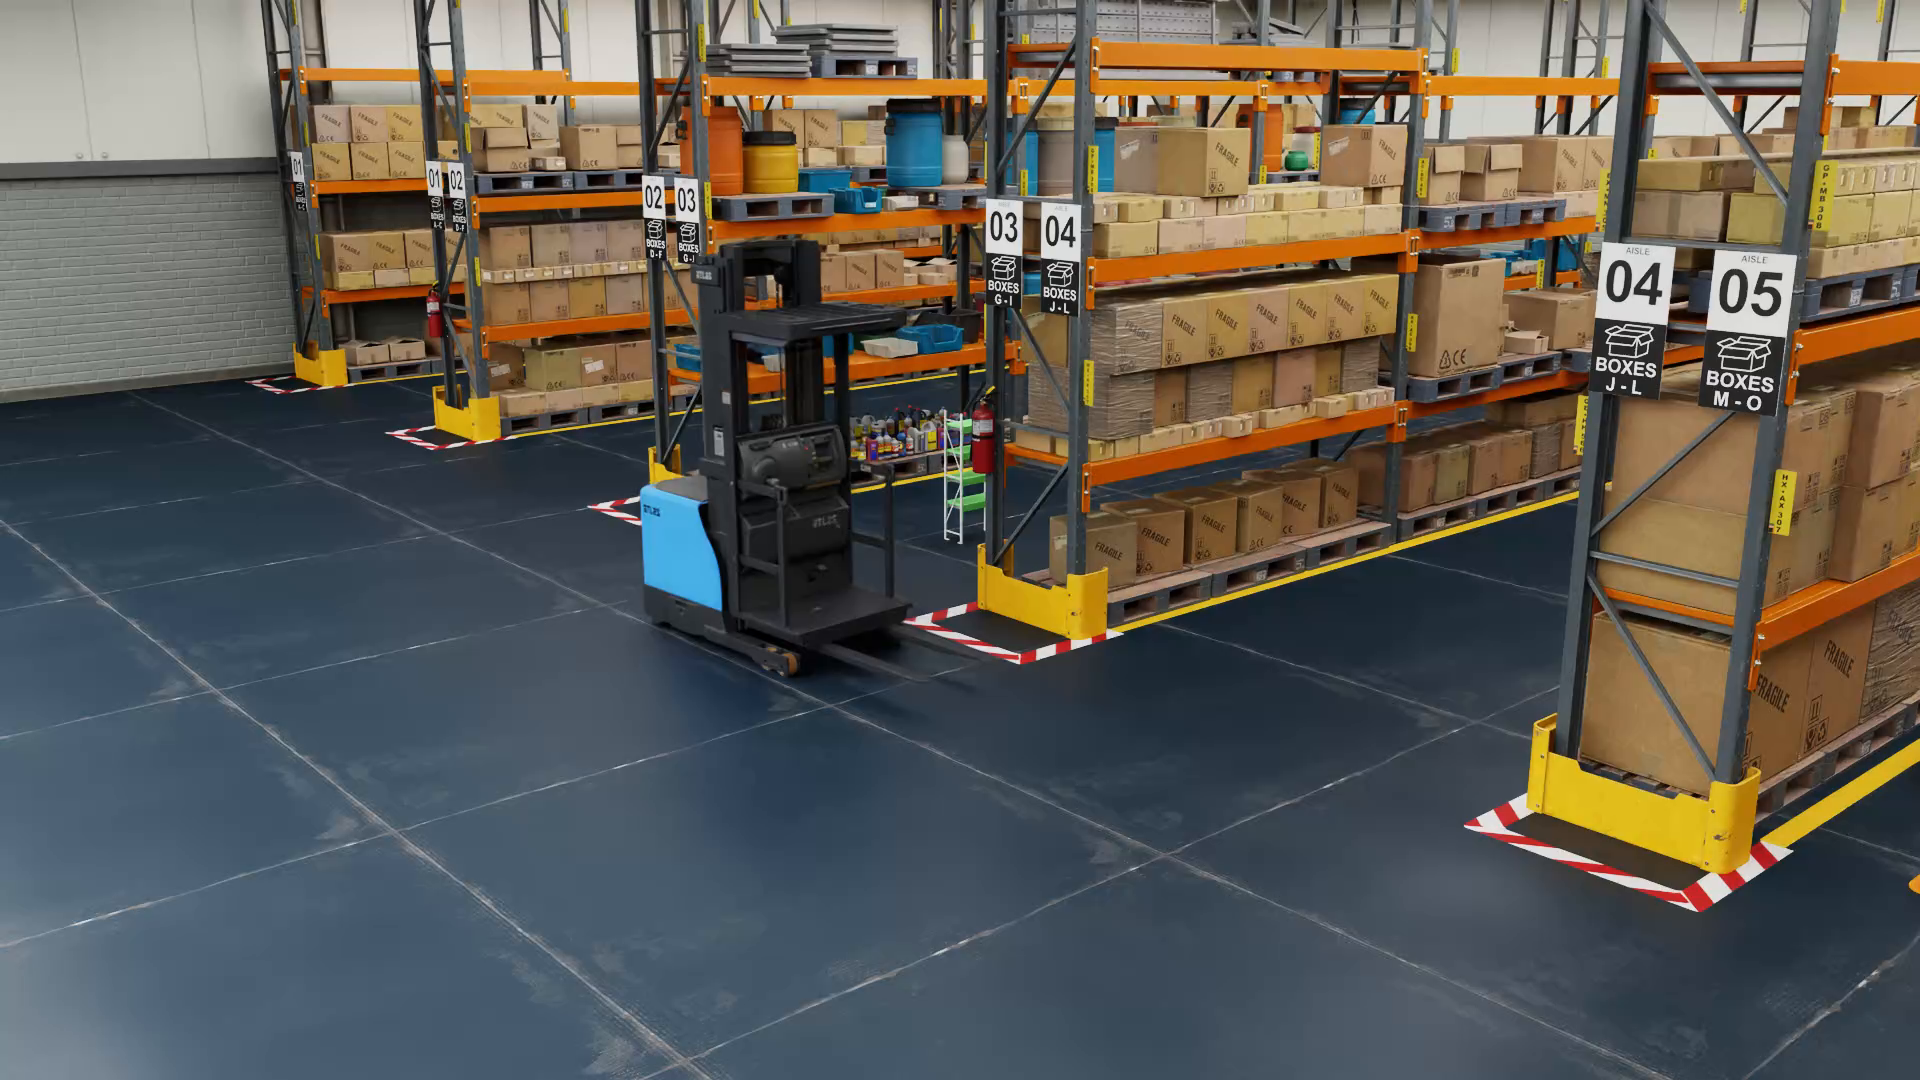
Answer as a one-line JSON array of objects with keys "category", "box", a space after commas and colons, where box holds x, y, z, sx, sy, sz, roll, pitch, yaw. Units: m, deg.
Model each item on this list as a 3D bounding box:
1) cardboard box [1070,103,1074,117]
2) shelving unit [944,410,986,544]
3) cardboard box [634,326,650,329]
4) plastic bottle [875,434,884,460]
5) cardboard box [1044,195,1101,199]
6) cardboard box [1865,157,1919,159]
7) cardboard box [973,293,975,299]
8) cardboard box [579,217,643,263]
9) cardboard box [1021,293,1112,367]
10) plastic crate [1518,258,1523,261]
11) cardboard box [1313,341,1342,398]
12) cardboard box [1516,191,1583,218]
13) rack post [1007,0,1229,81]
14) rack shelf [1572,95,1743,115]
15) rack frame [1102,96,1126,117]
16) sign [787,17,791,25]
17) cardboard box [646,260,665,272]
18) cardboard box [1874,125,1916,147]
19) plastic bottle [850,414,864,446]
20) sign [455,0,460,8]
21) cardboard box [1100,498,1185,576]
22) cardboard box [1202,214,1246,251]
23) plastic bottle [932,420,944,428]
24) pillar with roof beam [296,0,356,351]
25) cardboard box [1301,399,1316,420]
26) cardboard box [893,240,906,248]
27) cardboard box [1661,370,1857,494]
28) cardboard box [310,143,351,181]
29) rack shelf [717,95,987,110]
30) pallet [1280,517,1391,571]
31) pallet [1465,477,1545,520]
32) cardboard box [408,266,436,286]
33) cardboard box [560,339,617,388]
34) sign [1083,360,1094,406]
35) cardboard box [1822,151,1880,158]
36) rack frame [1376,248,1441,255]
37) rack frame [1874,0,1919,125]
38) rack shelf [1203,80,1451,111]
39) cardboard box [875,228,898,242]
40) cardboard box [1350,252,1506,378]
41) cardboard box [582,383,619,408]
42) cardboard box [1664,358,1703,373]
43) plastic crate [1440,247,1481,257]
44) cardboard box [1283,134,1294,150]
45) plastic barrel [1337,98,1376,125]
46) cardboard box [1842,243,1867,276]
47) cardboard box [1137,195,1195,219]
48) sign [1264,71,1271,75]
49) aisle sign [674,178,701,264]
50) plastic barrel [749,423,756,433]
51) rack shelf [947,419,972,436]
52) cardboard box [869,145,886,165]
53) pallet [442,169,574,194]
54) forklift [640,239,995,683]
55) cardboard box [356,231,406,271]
[{"category": "cardboard box", "box": [2.127, -8.156, 31.990, 0.500, 0.500, 0.500, -12, 19, -38]}, {"category": "shelving unit", "box": [0.125, -0.608, 15.200, 0.503, 1.200, 0.258, -13, 19, -39]}, {"category": "cardboard box", "box": [-5.266, -3.623, 26.993, 0.500, 0.500, 0.700, -13, 20, -40]}, {"category": "plastic bottle", "box": [-0.851, -0.986, 17.562, 0.097, 0.271, 0.097, 0, 15, 0]}, {"category": "cardboard box", "box": [0.848, -2.521, 12.580, 0.250, 0.149, 0.380, -13, 20, -41]}, {"category": "cardboard box", "box": [5.170, -2.014, 9.098, 0.250, 0.149, 0.380, -13, 20, -40]}, {"category": "cardboard box", "box": [0.499, -4.850, 31.625, 0.500, 0.500, 0.700, -12, 19, -39]}, {"category": "cardboard box", "box": [-4.379, -3.773, 20.854, 0.500, 0.500, 0.700, -13, 19, -39]}, {"category": "cardboard box", "box": [0.822, -1.639, 12.865, 0.500, 0.500, 0.500, -13, 19, -39]}, {"category": "plastic crate", "box": [8.690, -4.383, 26.240, 0.298, 0.136, 0.250, -13, 19, -39]}, {"category": "cardboard box", "box": [2.807, -1.550, 14.470, 0.500, 0.500, 0.875, -13, 19, -39]}, {"category": "cardboard box", "box": [5.661, -3.255, 16.101, 0.500, 0.250, 0.500, -12, 19, -38]}, {"category": "rack post", "box": [1.765, -5.810, 19.175, 3.121, 1.000, 1.013, -13, 19, -39]}, {"category": "rack shelf", "box": [8.114, -4.874, 18.229, 4.000, 0.370, 1.077, -13, 19, -39]}, {"category": "rack frame", "box": [2.885, -9.324, 32.720, 0.127, 3.000, 1.000, -13, 19, -39]}, {"category": "sign", "box": [-2.786, -8.355, 27.126, 0.005, 0.325, 0.100, -13, 19, -39]}, {"category": "cardboard box", "box": [-3.936, -3.488, 21.046, 0.250, 0.149, 0.380, -12, 19, -38]}, {"category": "cardboard box", "box": [12.283, -5.183, 21.828, 0.500, 0.500, 0.700, -14, 21, -43]}, {"category": "plastic bottle", "box": [-1.149, -1.206, 18.231, 0.185, 0.351, 0.144, -12, 19, -37]}, {"category": "sign", "box": [-5.571, -6.069, 18.415, 0.005, 0.325, 0.100, -13, 19, -39]}, {"category": "cardboard box", "box": [1.480, -0.028, 13.573, 0.500, 0.500, 0.500, -7, 17, -25]}, {"category": "cardboard box", "box": [1.864, -2.402, 12.909, 0.500, 0.250, 0.500, -13, 20, -40]}, {"category": "plastic bottle", "box": [-0.222, -1.188, 18.310, 0.135, 0.276, 0.152, -13, 19, -39]}, {"category": "pillar with roof beam", "box": [-6.399, -6.063, 20.509, 0.400, 9.000, 9.100, -13, 19, -39]}, {"category": "cardboard box", "box": [2.805, -1.133, 14.166, 0.250, 0.149, 0.380, -13, 19, -39]}, {"category": "cardboard box", "box": [-1.189, -5.317, 29.793, 0.250, 0.149, 0.380, -13, 20, -41]}, {"category": "cardboard box", "box": [4.409, -0.600, 9.302, 0.550, 0.550, 0.875, -13, 19, -39]}, {"category": "cardboard box", "box": [-8.769, -5.230, 22.974, 0.500, 0.500, 0.500, -12, 19, -38]}, {"category": "rack shelf", "box": [-1.404, -6.126, 22.914, 4.000, 0.370, 1.077, -13, 19, -39]}, {"category": "pallet", "box": [3.104, -0.032, 14.961, 1.213, 0.211, 1.003, -13, 19, -39]}, {"category": "pallet", "box": [5.094, -0.493, 16.686, 1.213, 0.211, 1.003, -13, 19, -39]}, {"category": "cardboard box", "box": [-7.838, -3.849, 24.100, 0.500, 0.250, 0.500, -13, 20, -40]}, {"category": "cardboard box", "box": [-4.635, -2.208, 20.766, 0.500, 0.500, 0.500, -13, 19, -39]}, {"category": "sign", "box": [0.926, -1.135, 12.009, 0.005, 0.325, 0.100, -13, 19, -39]}, {"category": "cardboard box", "box": [5.310, -2.270, 10.058, 0.250, 0.149, 0.380, -13, 20, -39]}, {"category": "rack frame", "box": [6.371, -3.819, 23.737, 0.127, 3.000, 1.000, -13, 19, -39]}, {"category": "rack frame", "box": [12.640, -6.431, 21.889, 0.127, 3.000, 1.000, -13, 19, -39]}, {"category": "rack shelf", "box": [4.862, -5.838, 21.839, 4.000, 0.370, 1.077, -13, 19, -39]}, {"category": "cardboard box", "box": [-1.452, -5.565, 29.463, 0.500, 0.500, 0.500, -12, 19, -38]}, {"category": "cardboard box", "box": [4.278, -2.100, 15.323, 1.000, 1.000, 1.000, -12, 19, -39]}, {"category": "cardboard box", "box": [-4.628, -1.844, 20.854, 0.500, 0.250, 0.500, -13, 19, -39]}, {"category": "cardboard box", "box": [7.817, -1.616, 18.792, 0.875, 0.875, 1.225, -13, 19, -39]}, {"category": "plastic crate", "box": [7.209, -3.982, 24.104, 0.583, 0.464, 0.402, -13, 19, -39]}, {"category": "cardboard box", "box": [5.543, -6.859, 28.625, 0.500, 0.250, 0.500, -13, 19, -39]}, {"category": "plastic barrel", "box": [5.184, -5.395, 22.037, 0.708, 0.901, 0.600, -13, 19, -39]}, {"category": "cardboard box", "box": [4.410, -1.458, 8.561, 0.250, 0.149, 0.380, -12, 19, -39]}, {"category": "cardboard box", "box": [1.550, -2.518, 12.568, 0.250, 0.149, 0.380, -12, 19, -37]}, {"category": "sign", "box": [3.720, -5.778, 20.071, 0.005, 0.325, 0.100, -13, 19, -39]}, {"category": "aisle sign", "box": [-2.544, -2.973, 15.532, 0.004, 0.787, 0.394, -13, 19, -39]}, {"category": "plastic barrel", "box": [-2.235, -0.914, 16.866, 0.421, 0.512, 0.421, 0, 15, 0]}, {"category": "rack shelf", "box": [0.125, -1.010, 15.093, 0.480, 0.148, 0.258, -13, 19, -39]}, {"category": "cardboard box", "box": [-1.023, -5.412, 23.362, 0.500, 0.250, 0.500, -13, 20, -40]}, {"category": "pallet", "box": [-5.380, -4.273, 19.793, 1.213, 0.211, 1.003, -13, 19, -39]}, {"category": "forklift", "box": [-1.057, -0.608, 11.845, 1.130, 2.935, 3.031, -14, 21, -43]}, {"category": "cardboard box", "box": [-8.248, -4.119, 23.657, 0.500, 0.500, 0.500, -13, 19, -39]}]
